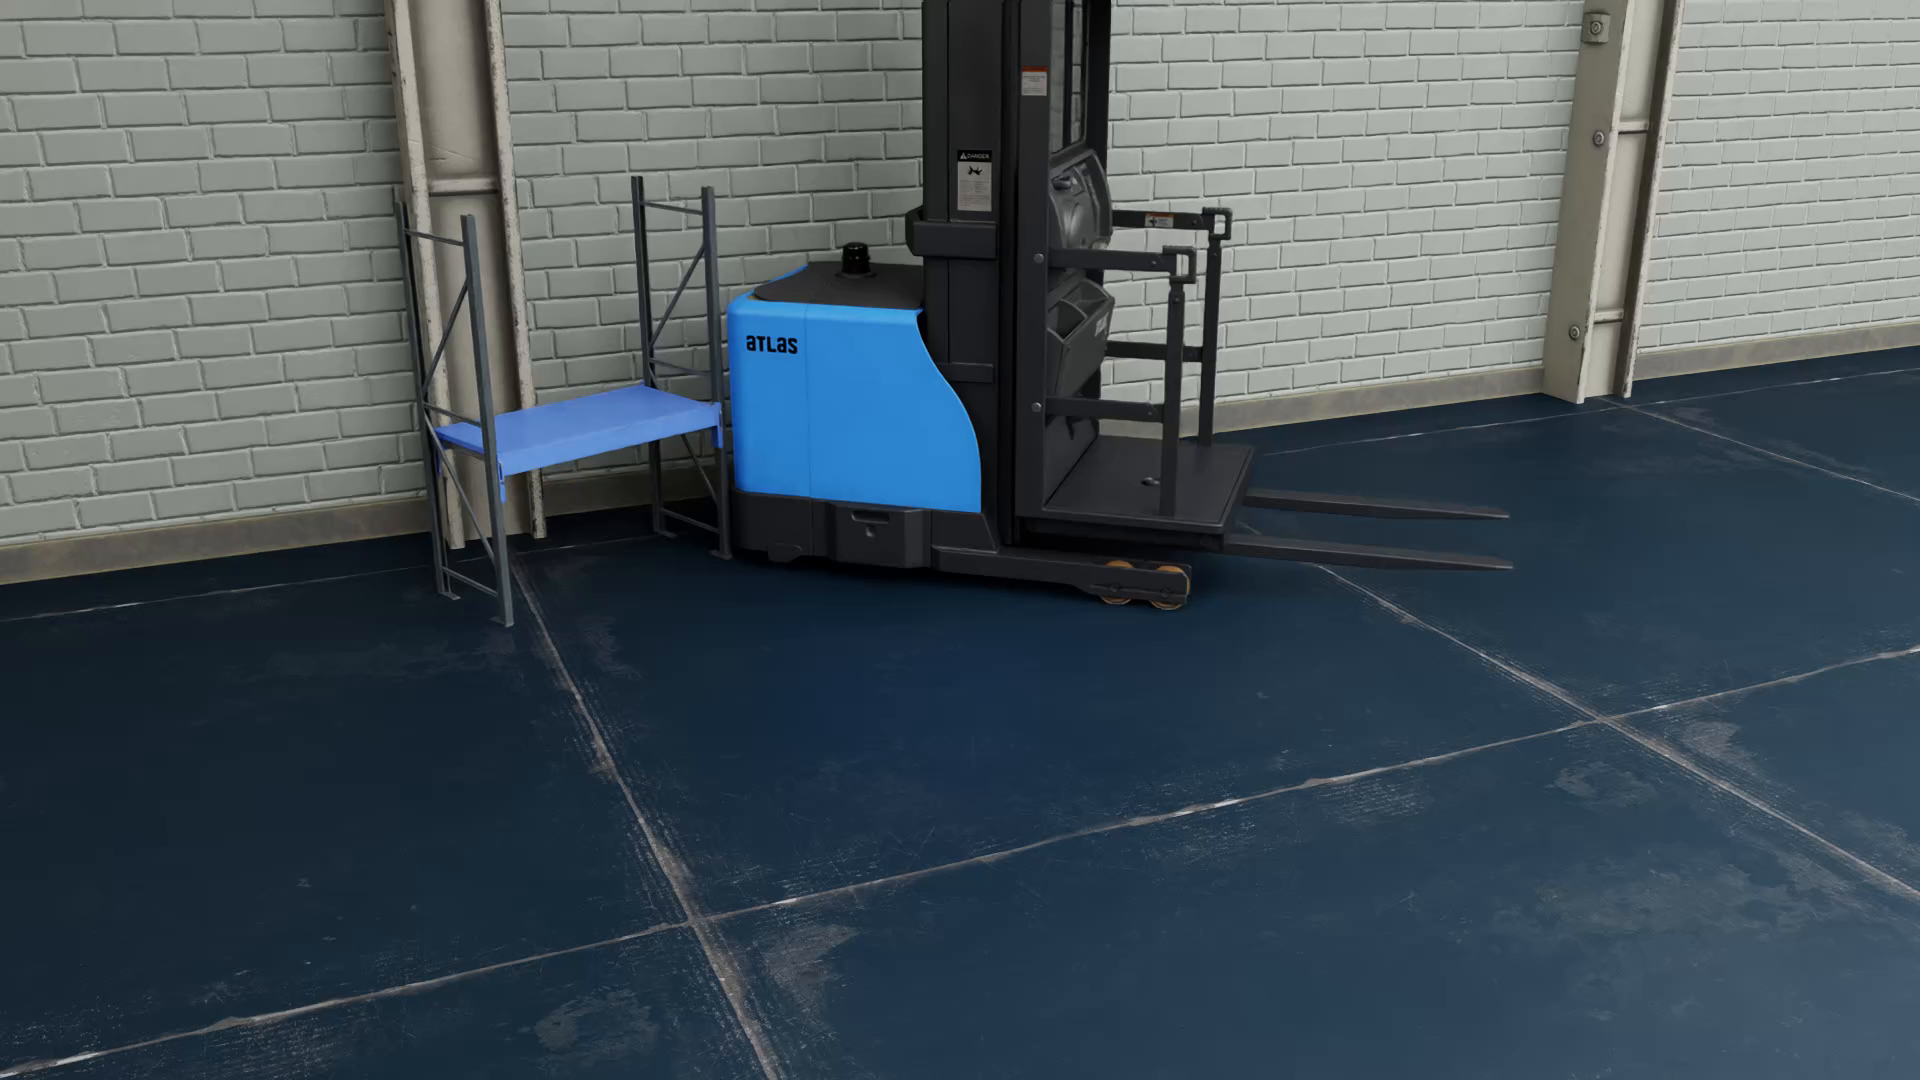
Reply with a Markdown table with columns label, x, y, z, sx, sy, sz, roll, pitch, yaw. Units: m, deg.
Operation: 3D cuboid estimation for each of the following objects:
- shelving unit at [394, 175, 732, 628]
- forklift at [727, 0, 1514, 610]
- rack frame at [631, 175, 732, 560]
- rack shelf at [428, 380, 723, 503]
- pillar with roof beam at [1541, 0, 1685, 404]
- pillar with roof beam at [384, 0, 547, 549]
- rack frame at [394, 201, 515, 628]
| label | x | y | z | sx | sy | sz | roll | pitch | yaw |
| --- | --- | --- | --- | --- | --- | --- | --- | --- | --- |
| shelving unit | -1.478 | -0.568 | 6.377 | 0.538 | 1.500 | 1.048 | 18 | 26 | 41 |
| forklift | 0.653 | -1.314 | 6.339 | 3.031 | 2.935 | 1.130 | 5 | 20 | 15 |
| rack frame | -1.123 | -0.689 | 6.721 | 0.500 | 1.500 | 0.032 | 18 | 26 | 41 |
| rack shelf | -1.478 | -0.398 | 6.436 | 0.538 | 0.185 | 1.000 | 18 | 26 | 41 |
| pillar with roof beam | 5.219 | -3.755 | 4.138 | 0.400 | 9.000 | 9.100 | -8 | 21 | -22 |
| pillar with roof beam | -0.290 | -2.966 | 1.896 | 0.400 | 9.000 | 9.100 | -8 | 21 | -22 |
| rack frame | -1.832 | -0.447 | 6.033 | 0.500 | 1.500 | 0.032 | 18 | 26 | 41 |
